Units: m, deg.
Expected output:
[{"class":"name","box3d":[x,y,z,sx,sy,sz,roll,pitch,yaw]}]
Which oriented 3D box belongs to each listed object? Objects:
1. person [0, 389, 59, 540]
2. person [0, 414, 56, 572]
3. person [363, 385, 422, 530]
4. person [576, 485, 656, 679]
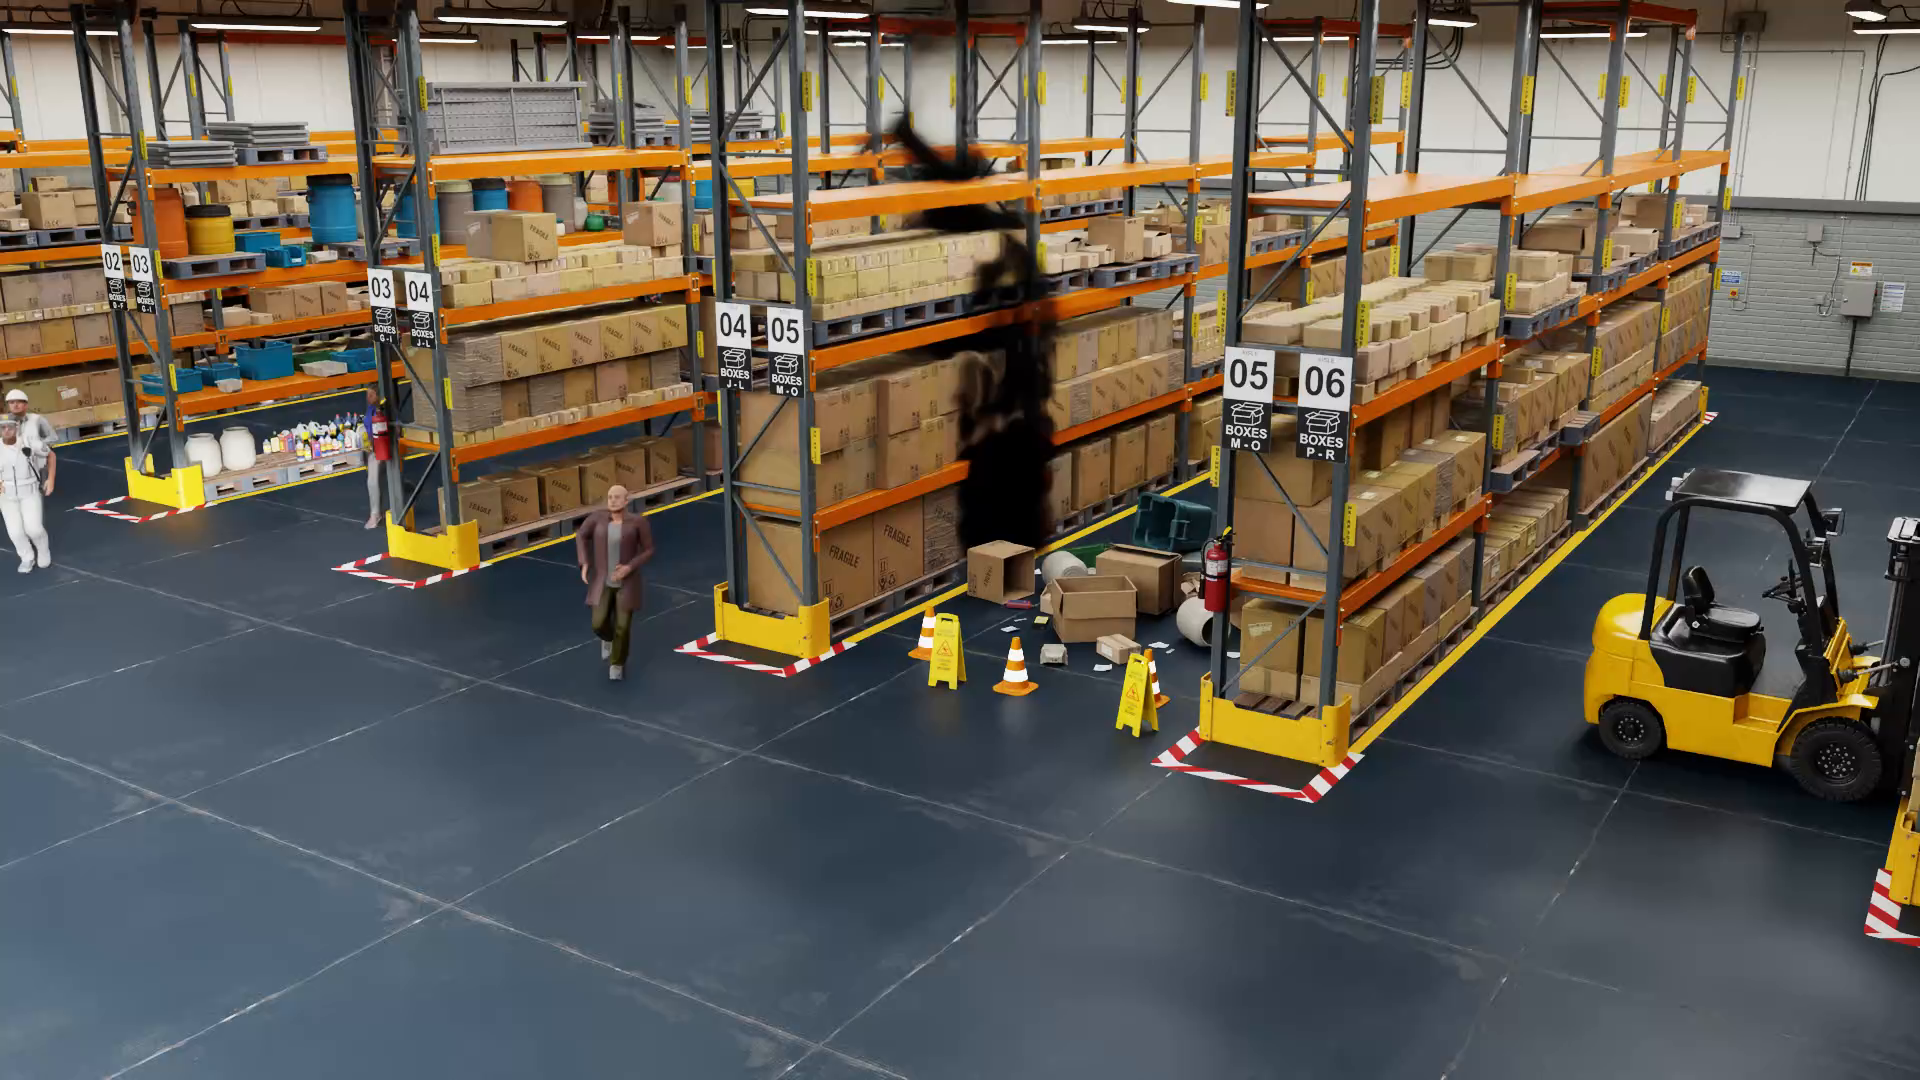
[{"class":"person","box3d":[-10.559,-0.813,18.881,0.668,1.841,0.732,-7,17,-25]},{"class":"person","box3d":[-10.010,-0.494,17.732,0.692,1.746,0.615,-6,17,-22]},{"class":"person","box3d":[-6.799,-1.028,19.815,0.571,1.686,0.855,7,17,24]},{"class":"person","box3d":[-3.043,0.366,14.710,0.724,1.730,0.588,-1,16,-3]}]
